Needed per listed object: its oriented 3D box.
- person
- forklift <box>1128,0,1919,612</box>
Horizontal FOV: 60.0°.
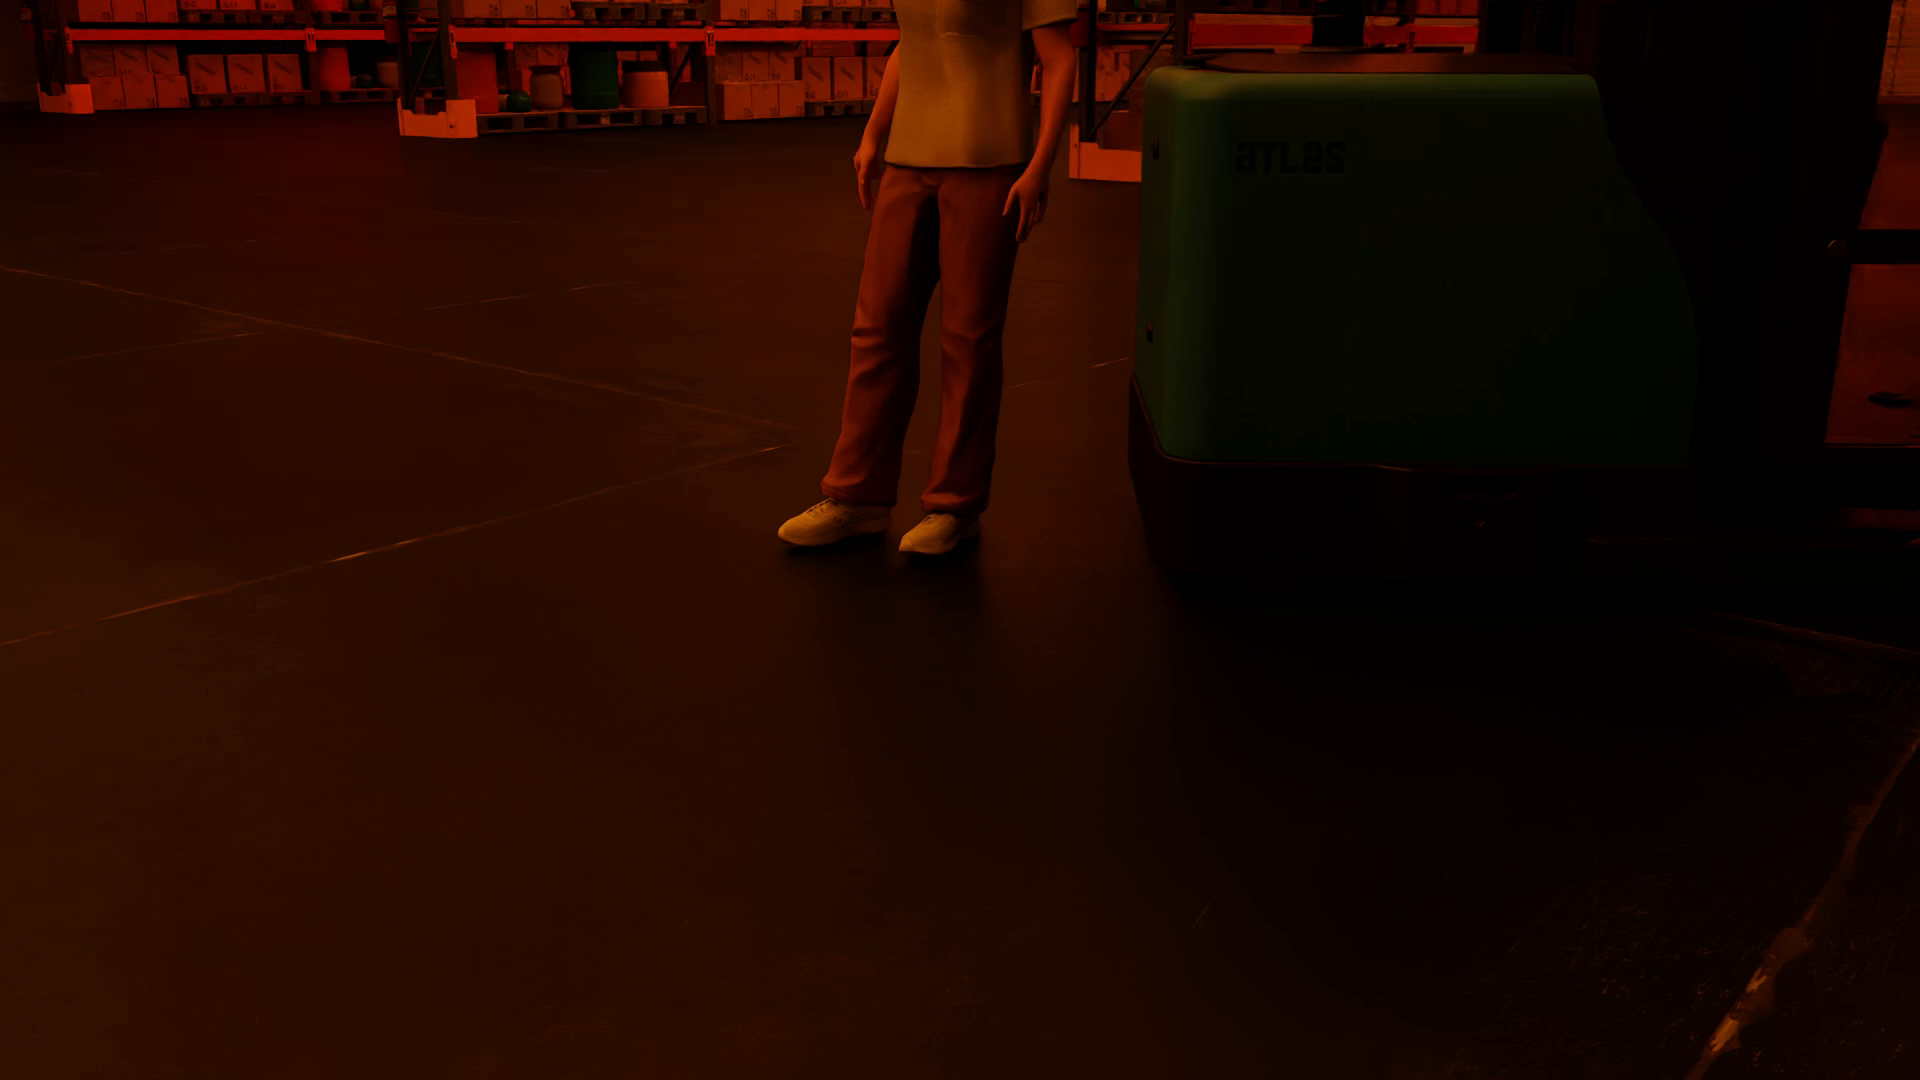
[{"bbox_3d":[-0.056,-0.794,3.649,0.553,1.673,0.548,13,21,37],"label":"person"},{"bbox_3d":[1.941,-1.399,3.505,3.031,2.935,1.130,1,17,2],"label":"forklift"}]
